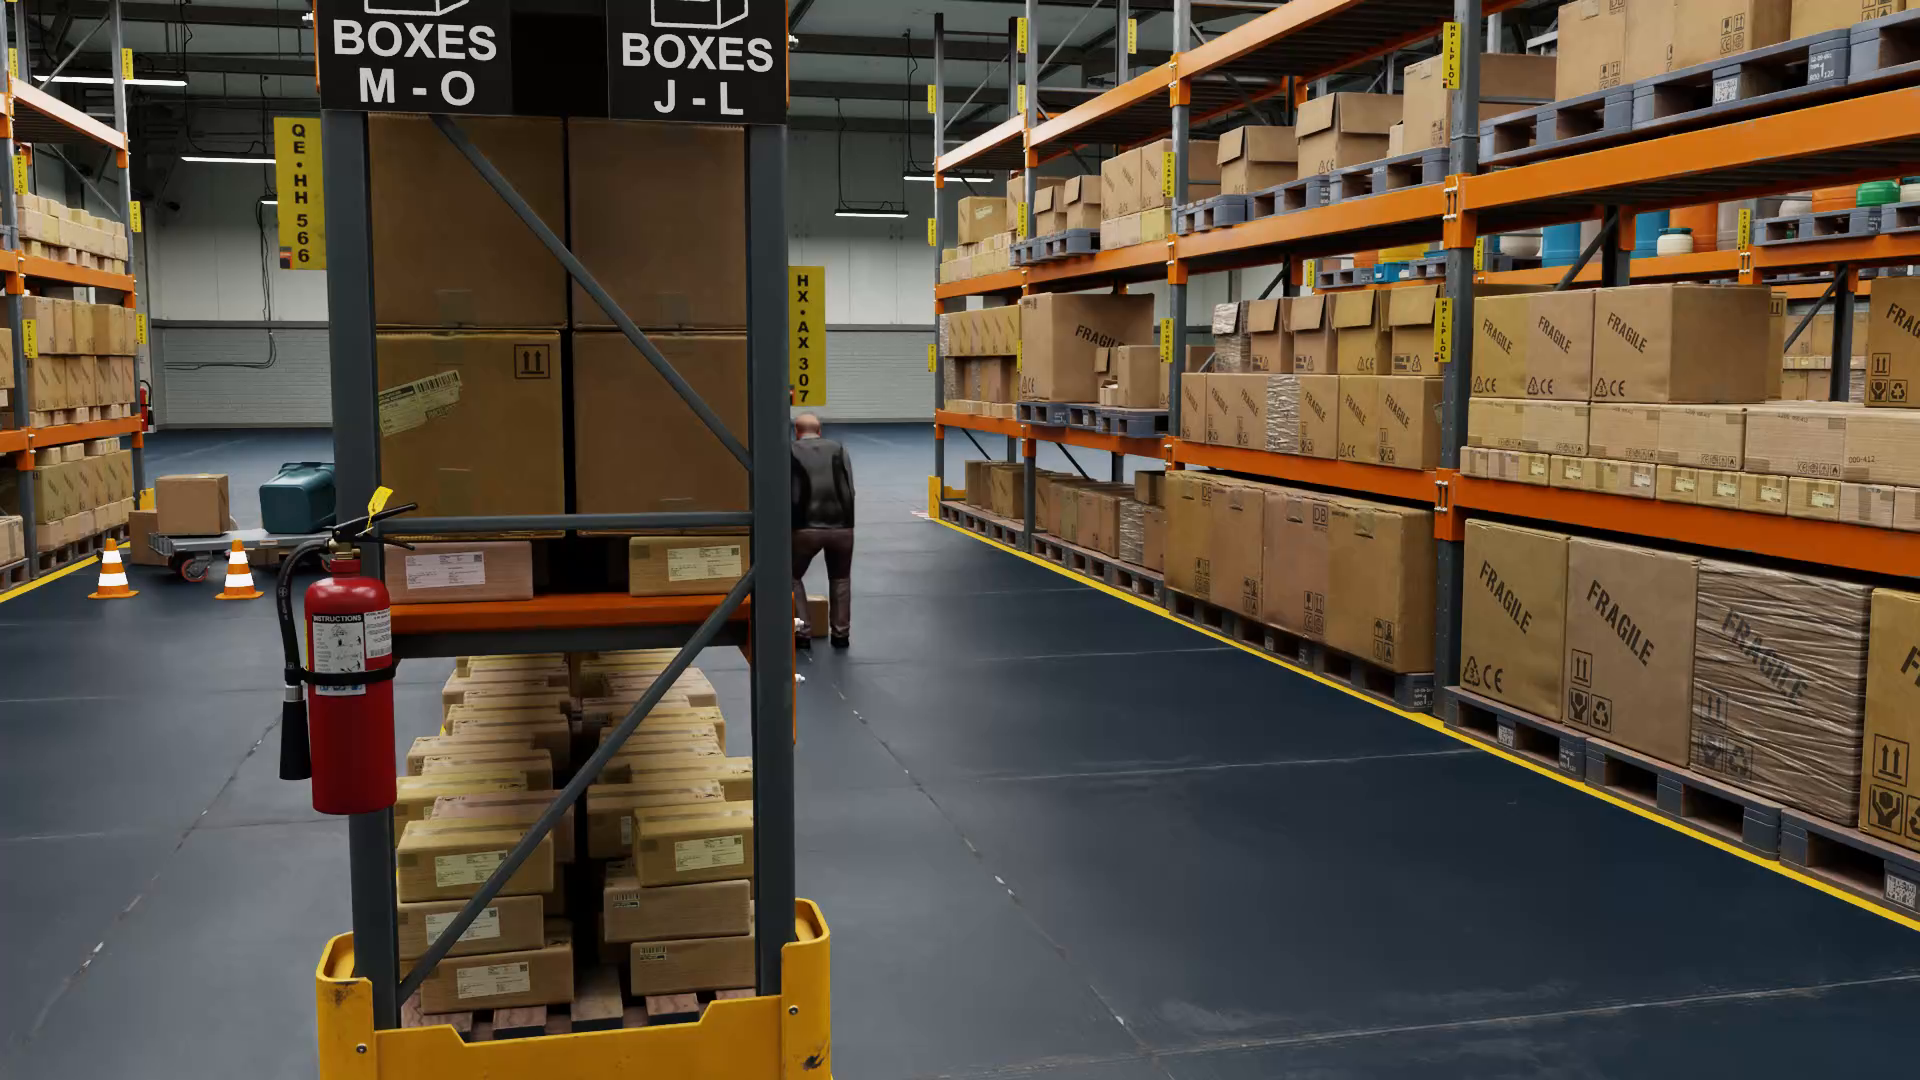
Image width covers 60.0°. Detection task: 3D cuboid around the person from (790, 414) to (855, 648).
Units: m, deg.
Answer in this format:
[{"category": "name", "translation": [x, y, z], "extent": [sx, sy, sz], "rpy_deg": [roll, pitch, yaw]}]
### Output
[{"category": "person", "translation": [-0.972, -0.058, 11.022], "extent": [0.586, 1.538, 0.602], "rpy_deg": [-1, 6, -13]}]
